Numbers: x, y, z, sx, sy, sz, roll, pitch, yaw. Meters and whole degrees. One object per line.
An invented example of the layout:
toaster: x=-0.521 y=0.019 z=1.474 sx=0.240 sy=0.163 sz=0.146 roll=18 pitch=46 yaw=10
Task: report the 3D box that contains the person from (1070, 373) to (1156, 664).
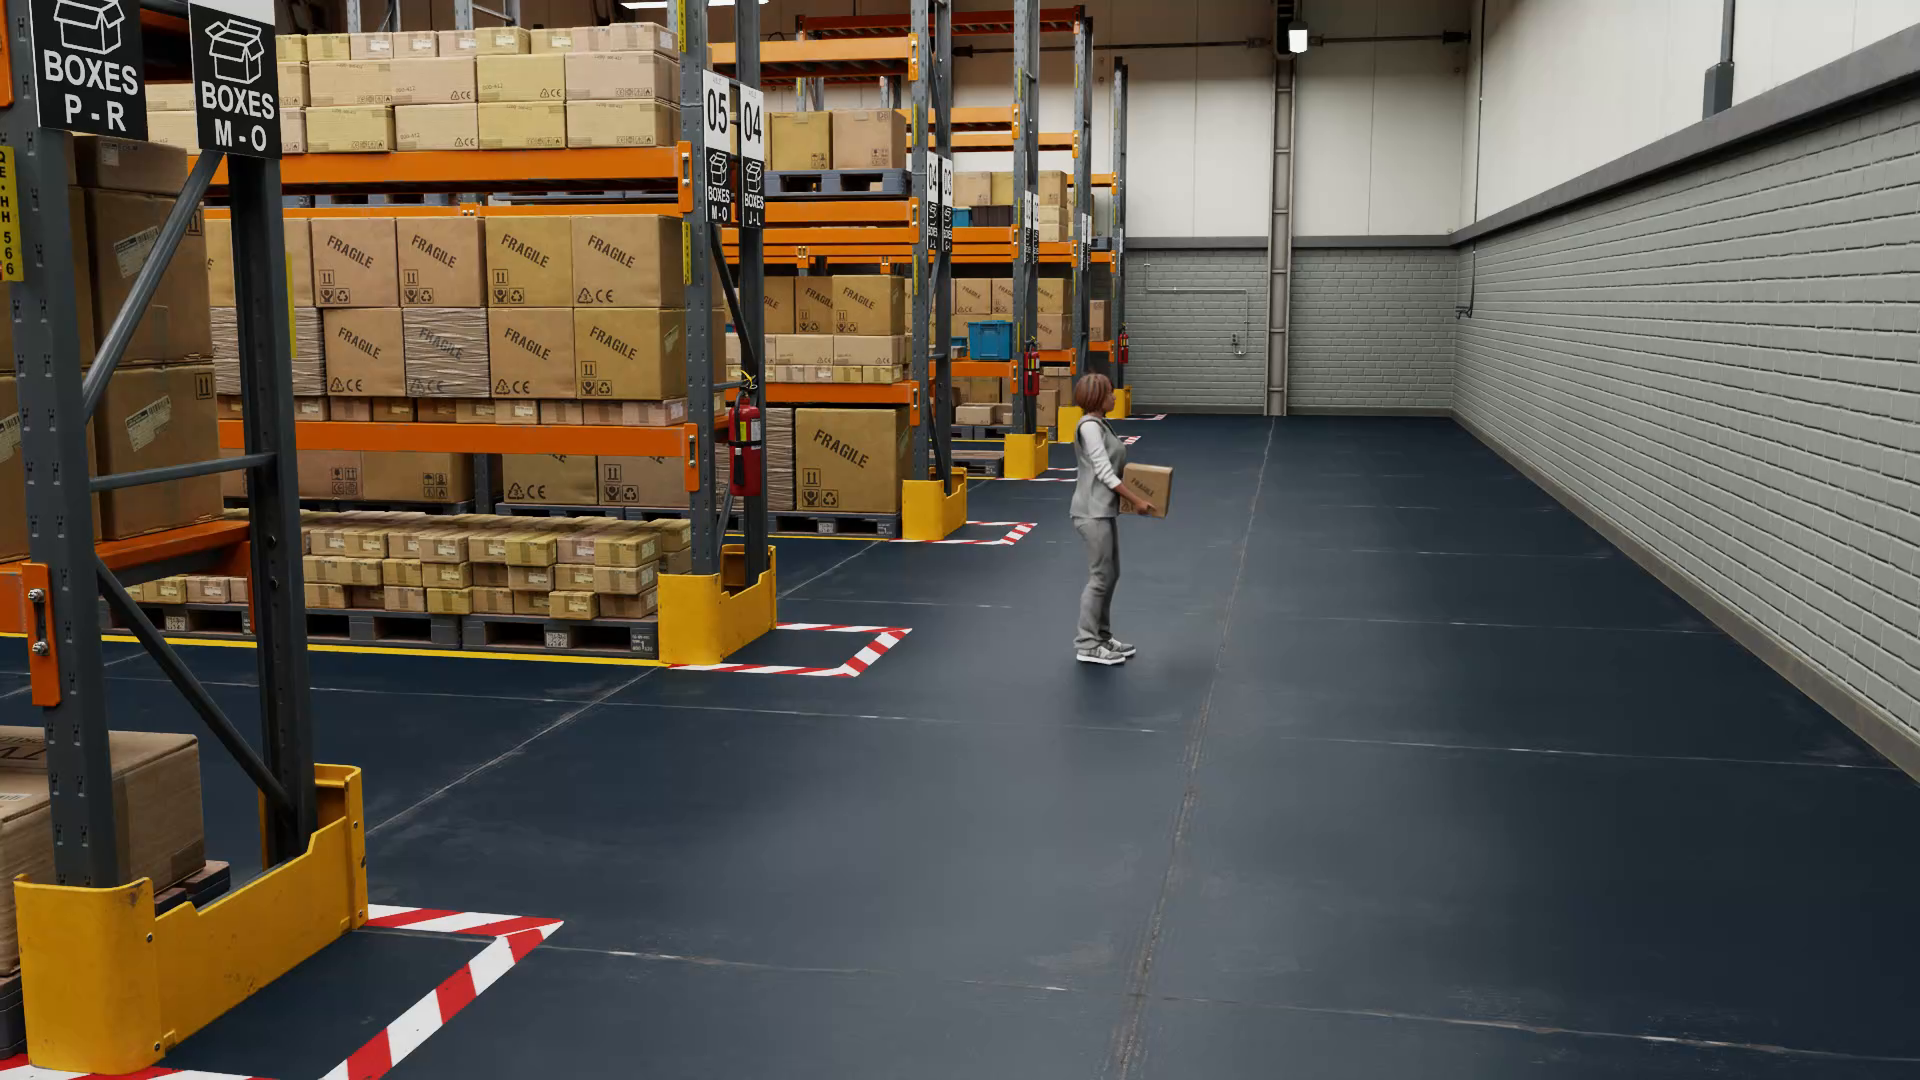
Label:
person: x=0.851 y=-0.124 z=9.213 sx=0.489 sy=1.596 sz=0.425 roll=2 pitch=8 yaw=11
